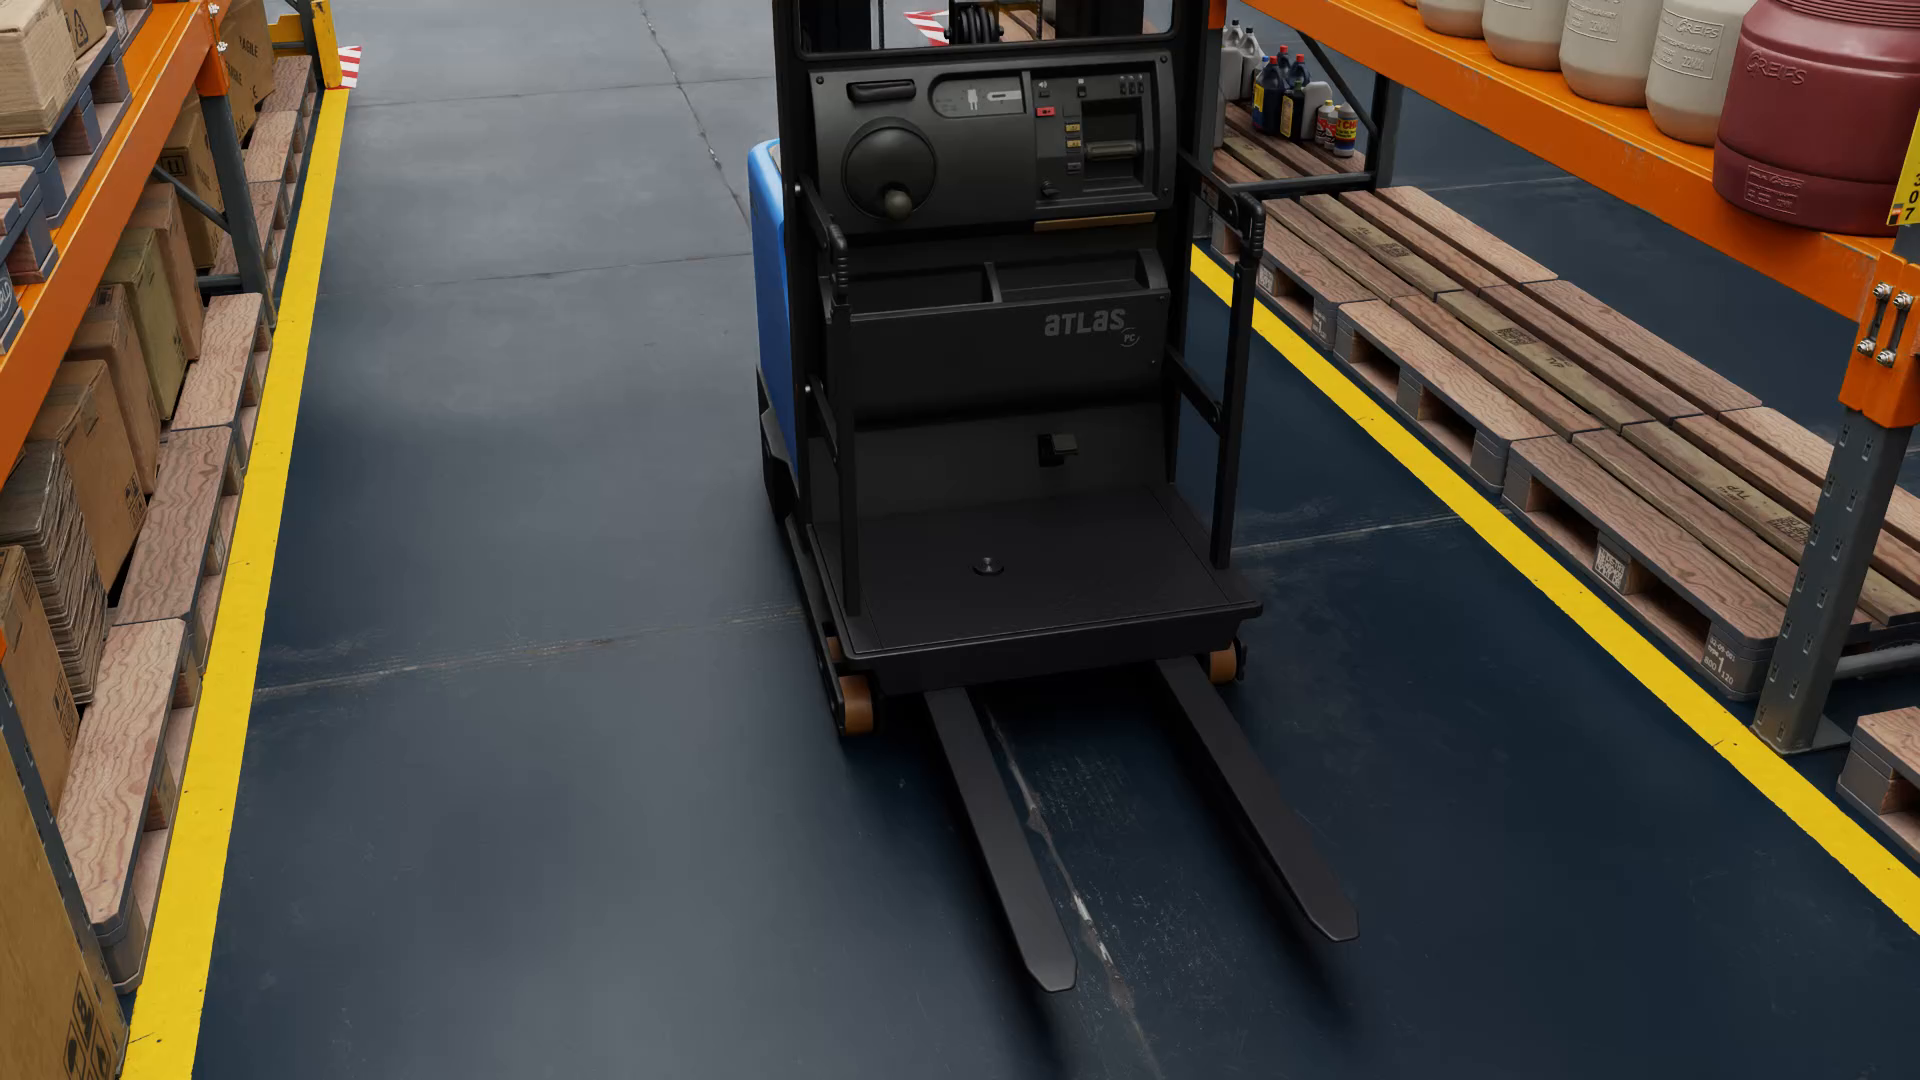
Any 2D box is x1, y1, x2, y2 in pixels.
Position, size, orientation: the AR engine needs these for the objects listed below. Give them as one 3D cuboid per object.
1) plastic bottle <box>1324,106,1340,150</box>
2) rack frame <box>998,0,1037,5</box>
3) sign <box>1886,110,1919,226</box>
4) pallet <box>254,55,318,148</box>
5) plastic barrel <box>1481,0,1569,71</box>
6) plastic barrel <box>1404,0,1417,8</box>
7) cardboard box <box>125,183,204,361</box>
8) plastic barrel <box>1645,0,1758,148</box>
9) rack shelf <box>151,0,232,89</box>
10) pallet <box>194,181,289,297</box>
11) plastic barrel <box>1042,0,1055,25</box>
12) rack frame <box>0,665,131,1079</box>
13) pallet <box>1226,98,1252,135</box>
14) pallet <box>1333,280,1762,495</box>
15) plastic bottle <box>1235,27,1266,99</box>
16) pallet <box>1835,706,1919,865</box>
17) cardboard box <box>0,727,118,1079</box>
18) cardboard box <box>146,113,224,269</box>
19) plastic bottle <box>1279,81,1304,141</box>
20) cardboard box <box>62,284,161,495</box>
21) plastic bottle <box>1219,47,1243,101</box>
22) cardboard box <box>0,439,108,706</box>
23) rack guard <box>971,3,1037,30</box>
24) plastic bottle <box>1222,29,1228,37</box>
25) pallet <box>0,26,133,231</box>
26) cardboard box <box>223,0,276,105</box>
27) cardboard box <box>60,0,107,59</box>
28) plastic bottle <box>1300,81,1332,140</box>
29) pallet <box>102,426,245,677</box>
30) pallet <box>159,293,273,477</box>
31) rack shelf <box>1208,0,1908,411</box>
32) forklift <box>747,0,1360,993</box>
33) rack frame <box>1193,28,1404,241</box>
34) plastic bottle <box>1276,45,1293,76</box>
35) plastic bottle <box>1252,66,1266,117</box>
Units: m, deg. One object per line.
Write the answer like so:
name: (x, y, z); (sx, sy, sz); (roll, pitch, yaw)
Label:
plastic bottle: (1.827, -2.004, 8.073); (0.097, 0.201, 0.097); (0, 30, 0)
rack frame: (0.454, -4.696, 10.368); (1.000, 3.000, 0.127); (-8, 31, -13)
sign: (2.049, -0.826, 3.520); (0.100, 0.325, 0.005); (-8, 31, -13)
pallet: (-4.120, -2.397, 9.180); (1.003, 0.211, 1.213); (-8, 31, -13)
plastic barrel: (1.868, -1.768, 5.175); (0.433, 0.535, 0.433); (0, 30, 0)
plastic barrel: (1.719, -2.044, 5.926); (0.301, 0.262, 0.301); (0, 30, 0)
cardboard box: (-3.117, -0.914, 5.892); (0.700, 0.500, 0.500); (-10, 32, -17)
plastic barrel: (2.098, -1.349, 4.474); (0.421, 0.512, 0.421); (0, 30, 0)
rack shelf: (-3.790, -2.760, 7.742); (1.077, 0.370, 4.000); (-8, 31, -13)
pallet: (-3.472, -1.218, 7.144); (1.003, 0.211, 1.213); (-8, 31, -13)
plastic barrel: (0.702, -3.493, 10.355); (0.421, 0.512, 0.421); (0, 30, 0)
rack frame: (-2.198, -0.173, 2.555); (1.000, 3.000, 0.127); (-8, 31, -13)
pallet: (1.050, -2.477, 9.319); (1.003, 0.211, 1.213); (-8, 31, -13)
pallet: (2.089, -0.592, 6.063); (1.003, 0.211, 1.213); (-8, 31, -13)
plastic bottle: (1.539, -2.549, 8.865); (0.144, 0.351, 0.185); (-8, 31, -14)
pallet: (2.827, 0.750, 3.743); (1.003, 0.211, 1.213); (-8, 31, -13)
cardboard box: (-2.035, 0.901, 2.402); (1.225, 0.875, 0.875); (-9, 31, -16)
cardboard box: (-3.327, -1.404, 6.757); (0.500, 0.500, 0.500); (-9, 31, -15)
plastic bottle: (1.639, -2.129, 8.206); (0.061, 0.283, 0.133); (-8, 31, -13)
cardboard box: (-2.860, -0.411, 5.023); (0.700, 0.500, 0.500); (-11, 32, -18)
plastic bottle: (1.402, -2.485, 8.829); (0.152, 0.276, 0.135); (-8, 31, -13)
cardboard box: (-2.555, 0.131, 4.086); (0.700, 0.500, 0.500); (-10, 32, -17)
rack guard: (0.519, -3.583, 10.942); (1.175, 0.500, 0.348); (-8, 31, -13)
plastic bottle: (1.441, -2.686, 9.176); (0.152, 0.276, 0.135); (-9, 31, -15)
pallet: (-2.763, -1.041, 4.246); (1.003, 0.211, 1.213); (-8, 31, -13)
cardboard box: (-3.980, -2.549, 8.736); (0.500, 0.500, 0.500); (0, 30, 0)
cardboard box: (-2.710, -1.507, 4.337); (0.797, 0.503, 0.637); (-5, 30, -8)
plastic bottle: (1.742, -2.140, 8.233); (0.152, 0.276, 0.135); (-7, 31, -11)
pallet: (-2.724, 0.068, 4.922); (1.003, 0.211, 1.213); (-8, 31, -13)
pallet: (-3.052, -0.523, 5.942); (1.003, 0.211, 1.213); (-8, 31, -13)
rack shelf: (2.047, -1.487, 5.542); (1.077, 0.370, 4.000); (-8, 31, -13)
forklift: (0.145, -0.963, 3.988); (1.130, 2.935, 3.031); (-7, 31, -12)
rack frame: (1.516, -2.764, 7.031); (1.000, 3.000, 0.127); (-8, 31, -13)
plastic bottle: (1.651, -2.344, 8.510); (0.144, 0.351, 0.185); (-9, 31, -15)
plastic bottle: (1.547, -2.272, 8.466); (0.097, 0.271, 0.097); (0, 30, 0)
